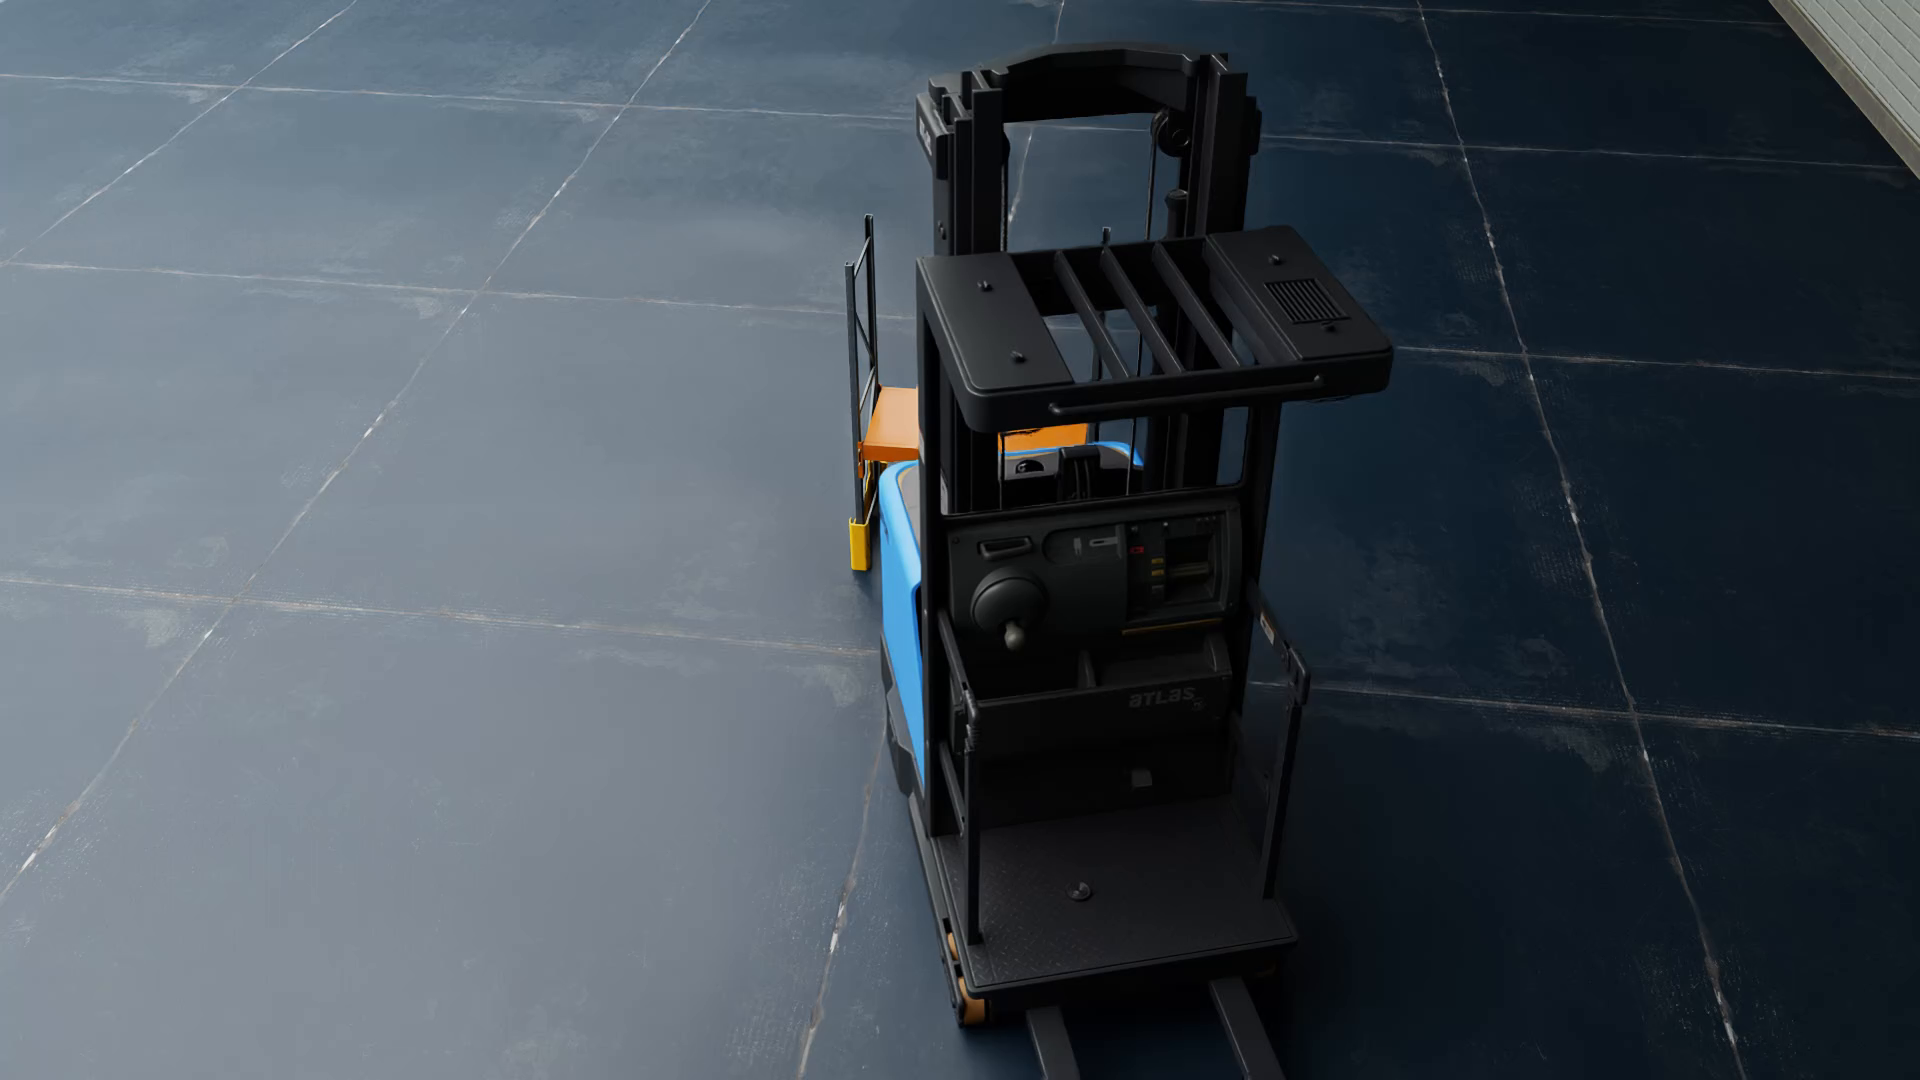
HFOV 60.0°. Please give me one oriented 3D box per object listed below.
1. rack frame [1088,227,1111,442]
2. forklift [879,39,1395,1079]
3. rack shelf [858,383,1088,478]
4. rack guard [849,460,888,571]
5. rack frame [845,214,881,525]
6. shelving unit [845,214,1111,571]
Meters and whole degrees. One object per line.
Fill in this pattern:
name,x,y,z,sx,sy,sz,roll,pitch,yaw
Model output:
rack frame,0.589,-0.567,7.253,0.032,1.500,0.500,4,36,6
forklift,0.469,0.173,4.985,1.130,2.935,3.031,-7,36,-9
rack shelf,0.085,-0.458,7.410,1.000,0.185,0.538,4,36,6
rack guard,-0.418,-0.133,7.721,0.087,0.250,0.587,4,36,6
rack frame,-0.420,-0.642,7.358,0.032,1.500,0.500,4,36,6
shelving unit,0.076,-0.605,7.306,1.083,1.500,0.587,4,36,6
